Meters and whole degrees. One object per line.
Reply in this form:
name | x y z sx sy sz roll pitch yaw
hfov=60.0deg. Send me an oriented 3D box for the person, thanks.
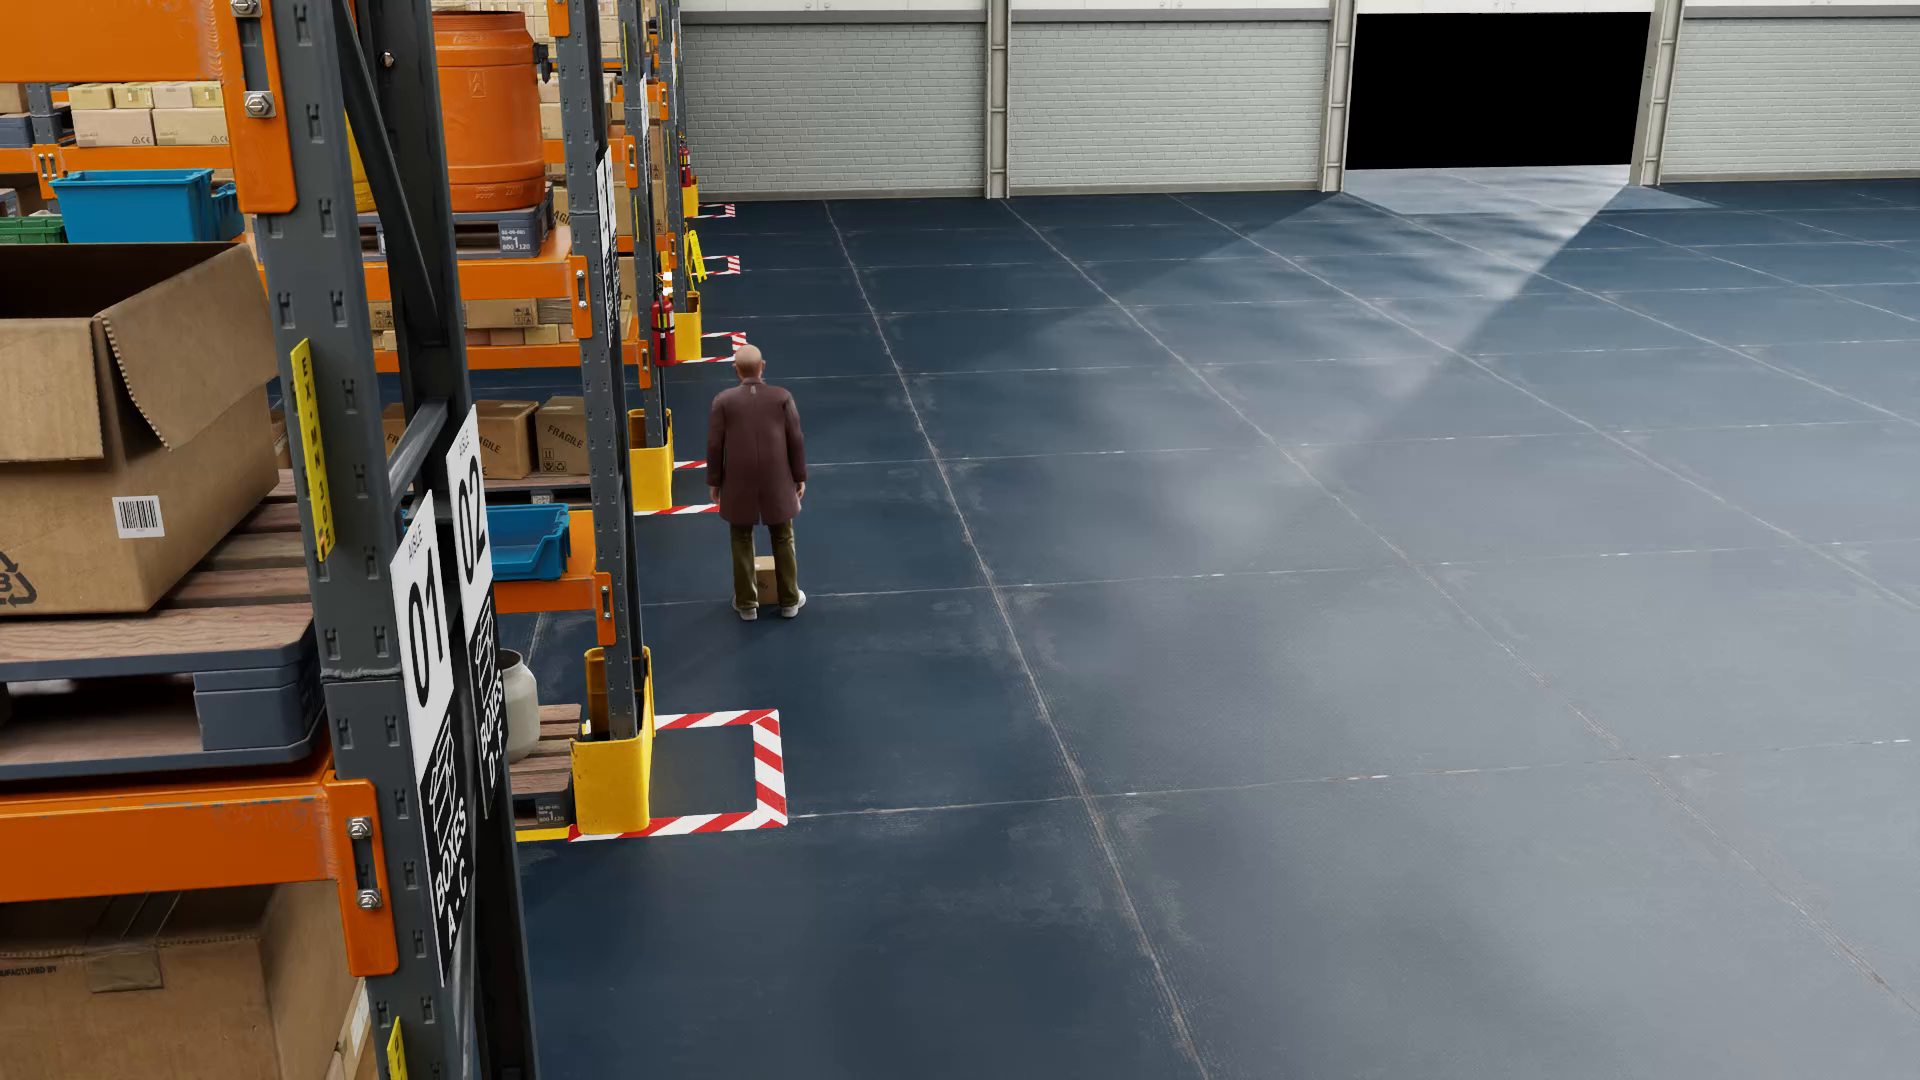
person | -1.292 -0.364 10.610 0.647 1.774 0.419 -3 20 -8
